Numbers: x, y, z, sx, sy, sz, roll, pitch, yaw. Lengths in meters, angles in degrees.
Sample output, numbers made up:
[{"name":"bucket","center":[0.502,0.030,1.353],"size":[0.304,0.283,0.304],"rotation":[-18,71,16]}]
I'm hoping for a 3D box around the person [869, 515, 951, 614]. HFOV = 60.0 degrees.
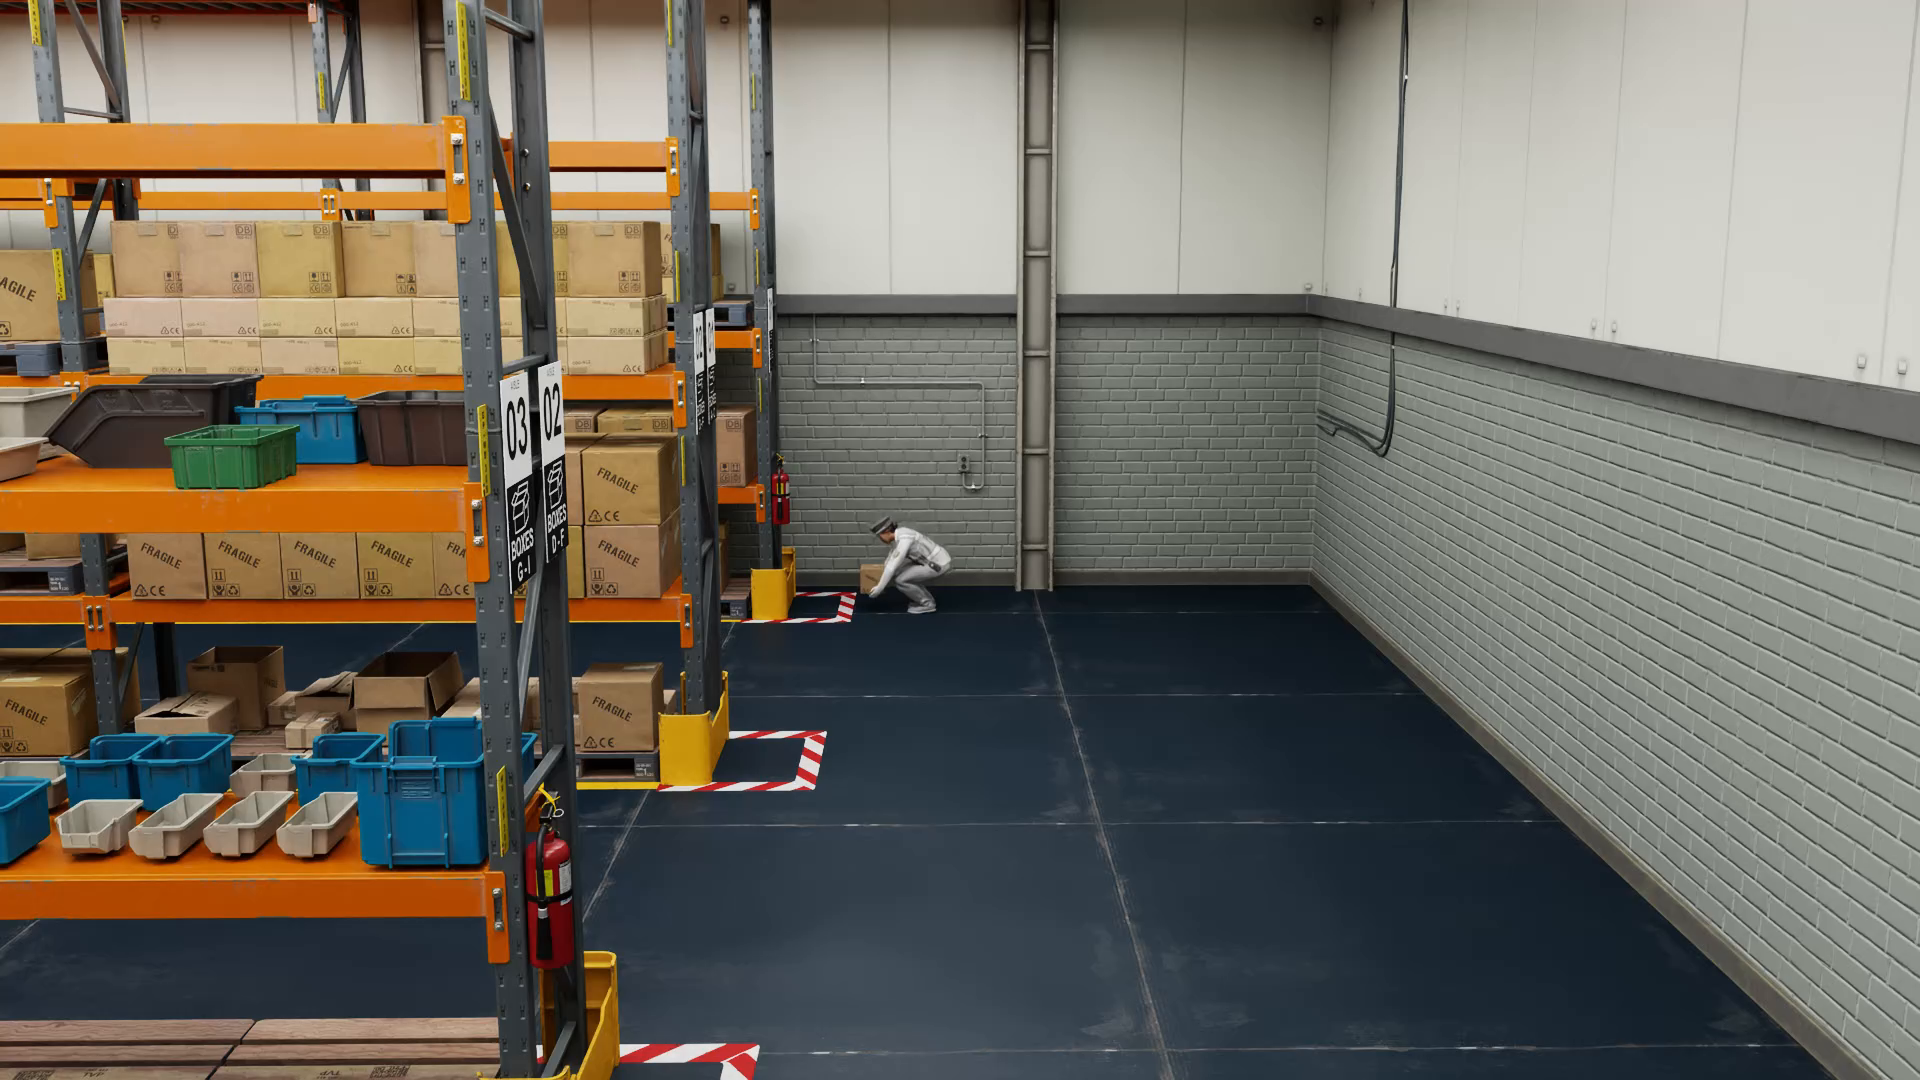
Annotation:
[{"name":"person","center":[-0.504,0.232,16.558],"size":[0.816,0.982,0.491],"rotation":[0,10,-1]}]
